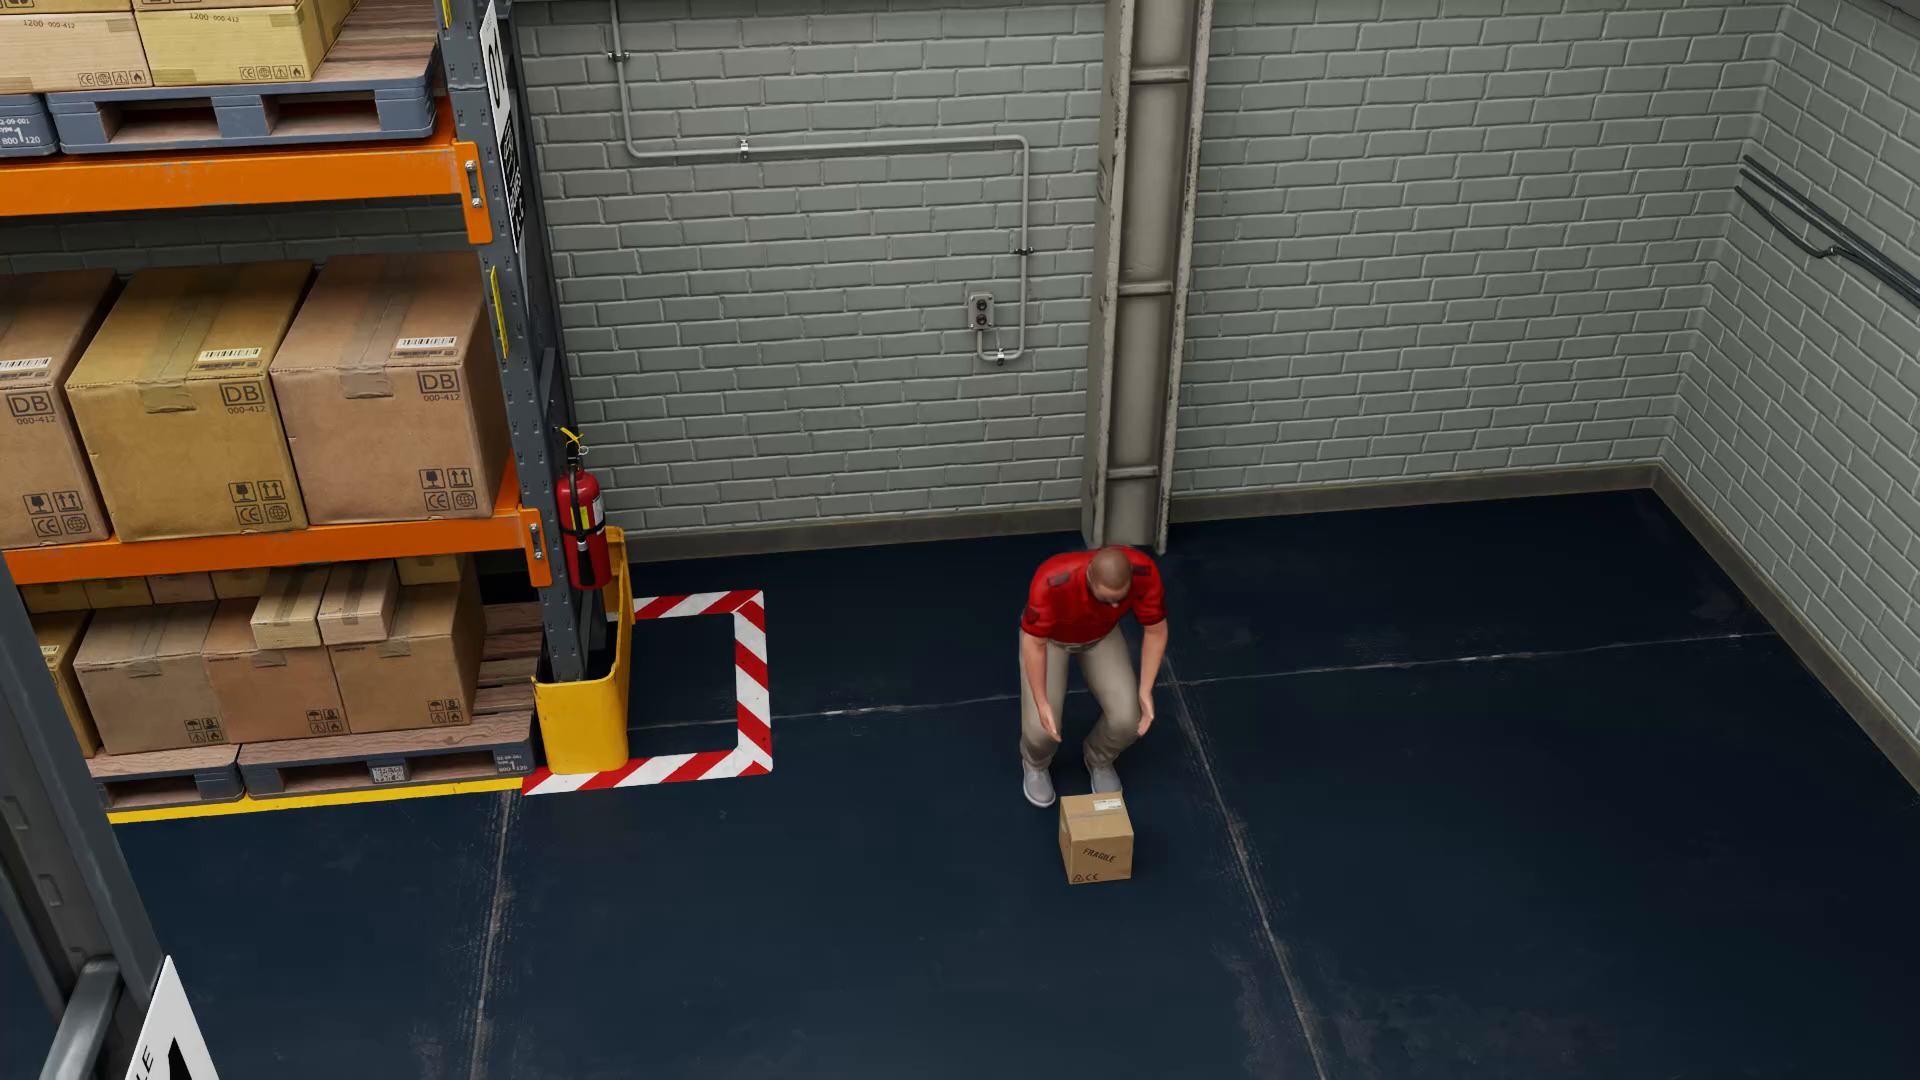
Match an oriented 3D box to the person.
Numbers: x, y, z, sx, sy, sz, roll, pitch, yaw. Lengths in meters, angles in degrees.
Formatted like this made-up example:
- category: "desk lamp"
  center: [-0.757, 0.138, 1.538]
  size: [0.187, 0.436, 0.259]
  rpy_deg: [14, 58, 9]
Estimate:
- category: "person"
  center: [0.520, 0.481, 6.750]
  size: [0.590, 1.409, 0.707]
  rpy_deg: [-4, 35, -6]
